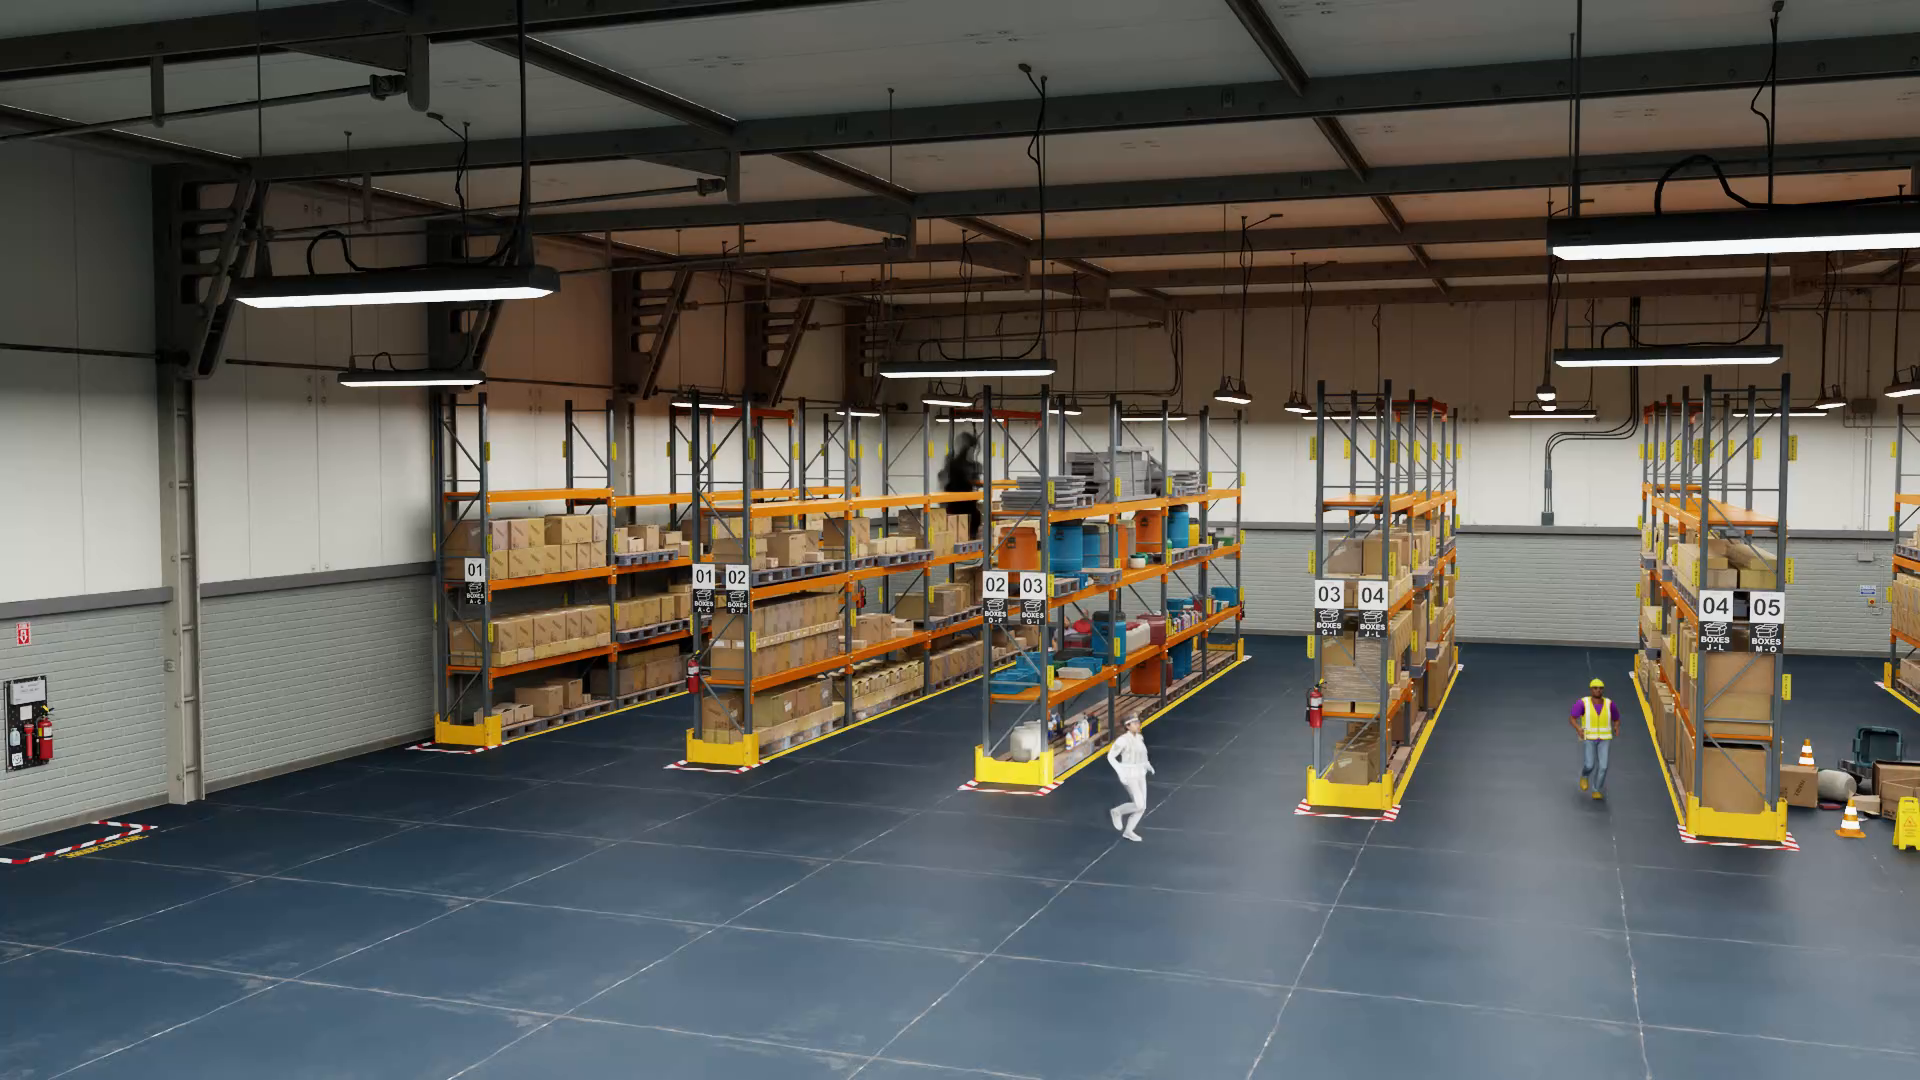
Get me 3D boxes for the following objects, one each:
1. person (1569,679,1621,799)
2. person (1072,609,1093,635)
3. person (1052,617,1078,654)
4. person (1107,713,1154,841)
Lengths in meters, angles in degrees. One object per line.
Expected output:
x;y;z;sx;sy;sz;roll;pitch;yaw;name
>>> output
9.175;2.865;23.966;0.698;1.718;0.557;0;3;9;person
2.644;2.286;35.129;0.713;1.671;0.630;1;3;23;person
2.171;2.380;34.218;0.588;1.600;0.543;1;3;11;person
2.230;3.041;21.409;0.618;1.656;0.547;-3;4;-43;person
